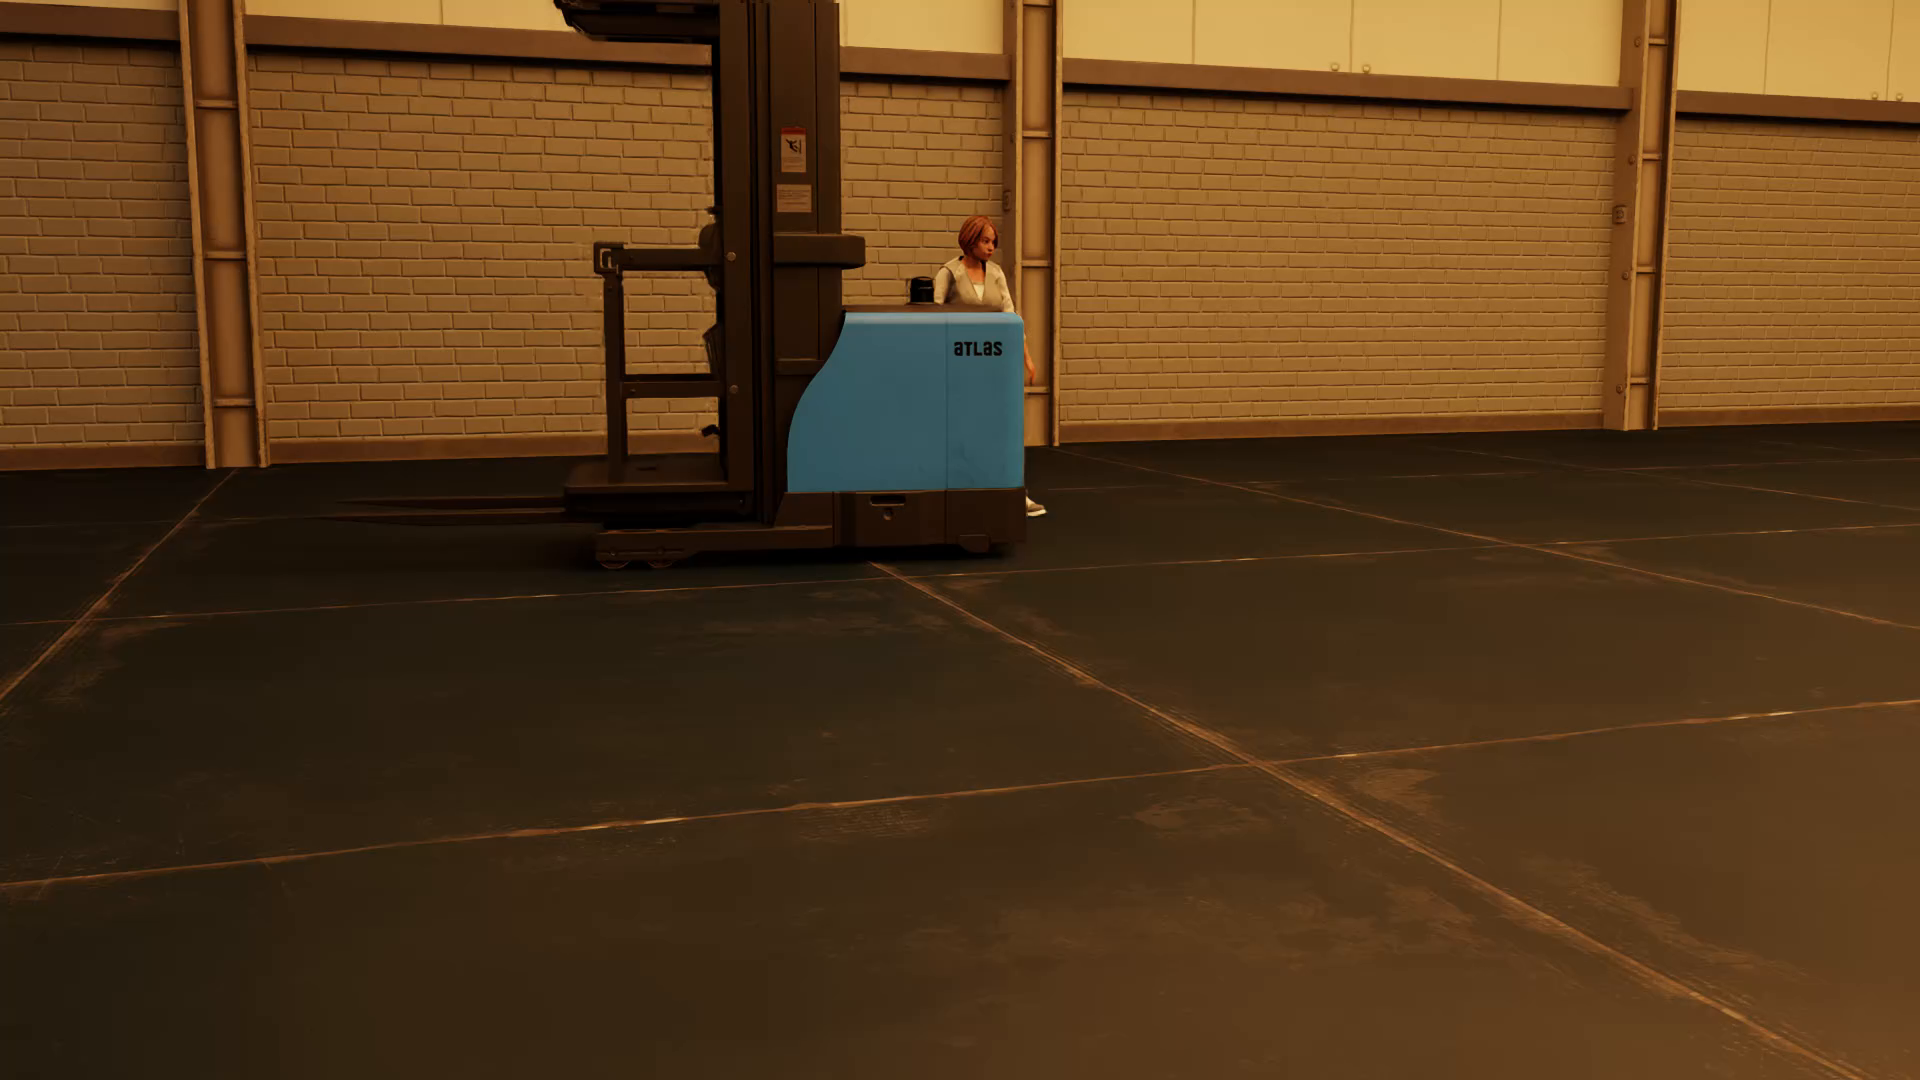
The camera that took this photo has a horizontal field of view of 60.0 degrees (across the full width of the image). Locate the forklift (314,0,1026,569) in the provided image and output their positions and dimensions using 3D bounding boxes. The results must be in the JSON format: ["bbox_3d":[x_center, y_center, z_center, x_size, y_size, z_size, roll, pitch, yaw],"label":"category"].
[{"bbox_3d":[-1.273,-1.405,7.378,3.031,2.935,1.130,-1,8,-10],"label":"forklift"}]

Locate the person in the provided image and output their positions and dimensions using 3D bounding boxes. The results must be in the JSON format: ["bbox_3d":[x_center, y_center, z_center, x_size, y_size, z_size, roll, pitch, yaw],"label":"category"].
[{"bbox_3d":[0.092,-0.897,8.722,0.678,1.569,0.341,-4,9,-26],"label":"person"}]
